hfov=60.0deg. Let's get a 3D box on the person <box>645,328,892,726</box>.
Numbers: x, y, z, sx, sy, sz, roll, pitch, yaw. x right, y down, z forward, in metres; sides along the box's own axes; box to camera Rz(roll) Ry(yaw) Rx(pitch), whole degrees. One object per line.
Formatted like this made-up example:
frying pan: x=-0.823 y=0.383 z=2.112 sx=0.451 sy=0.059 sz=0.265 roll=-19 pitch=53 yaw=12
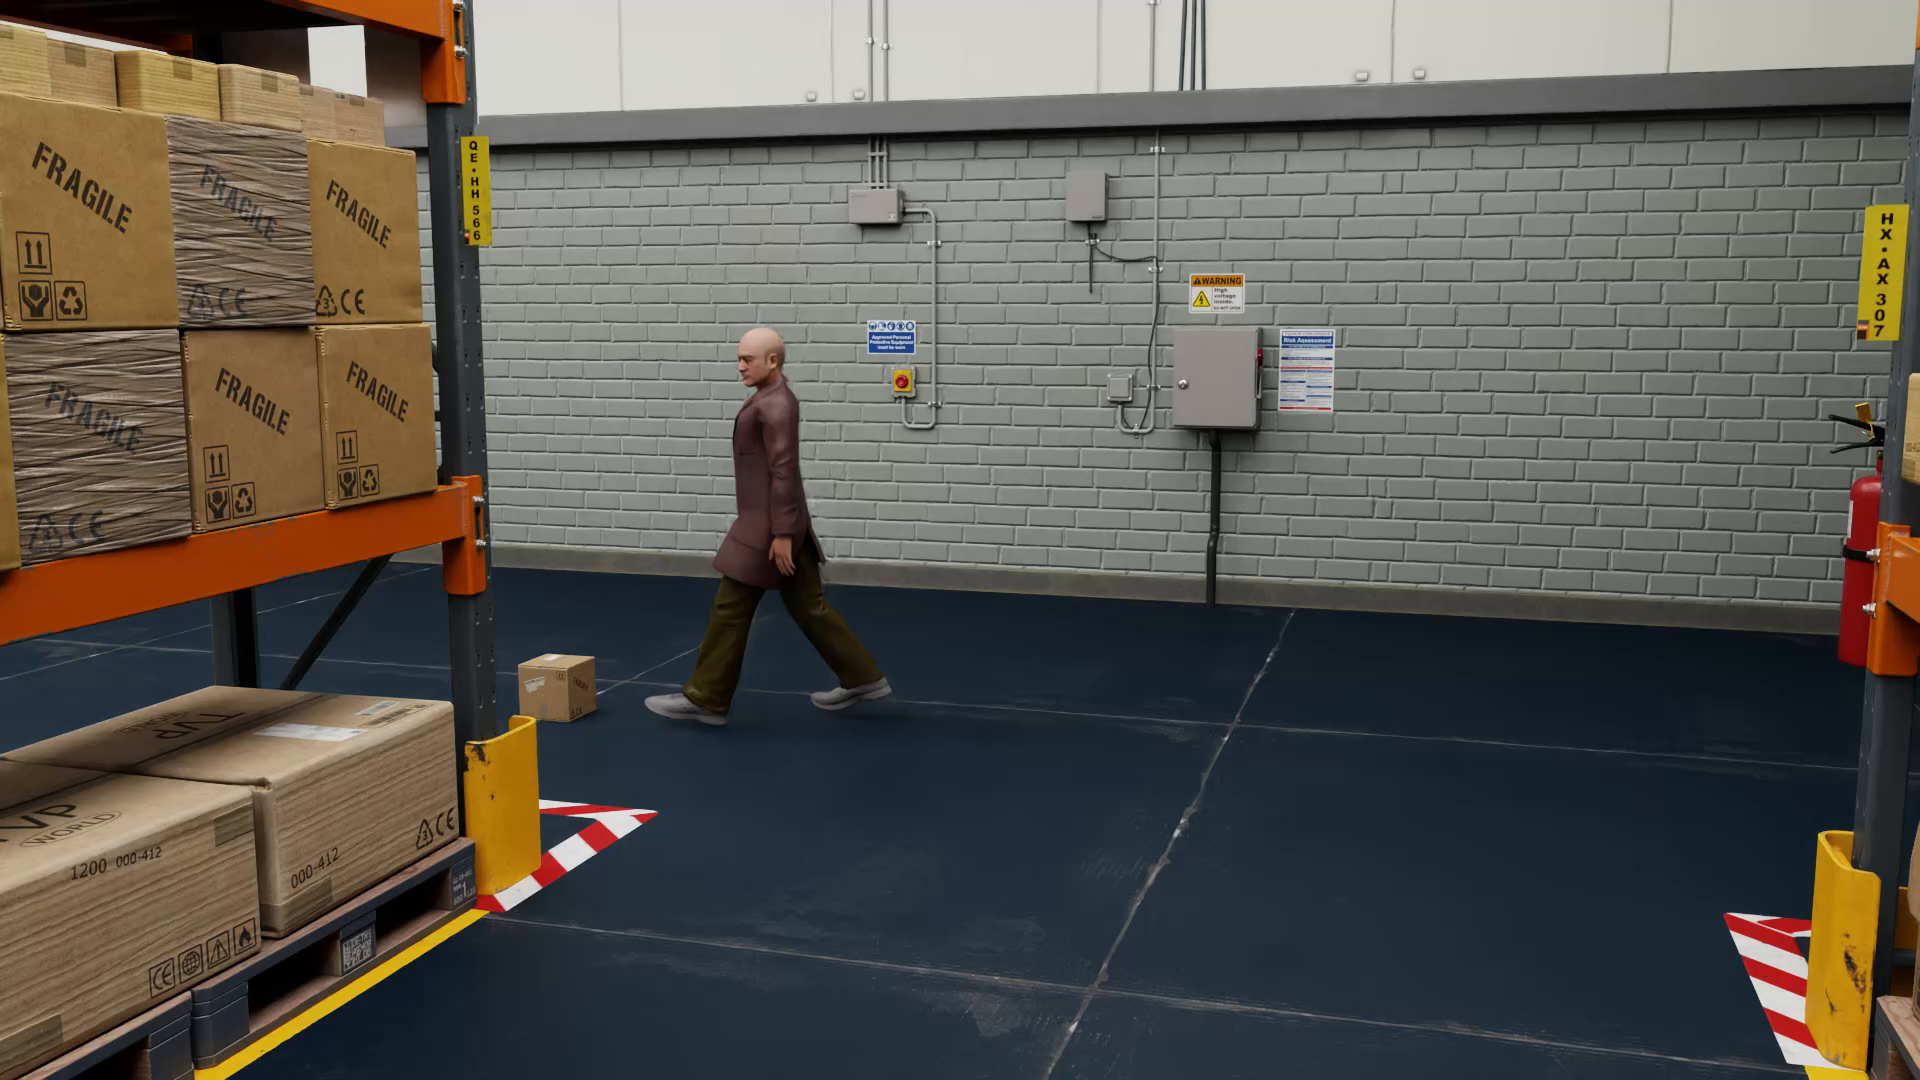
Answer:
person: x=-0.846 y=-0.058 z=7.324 sx=1.081 sy=1.742 sz=0.601 roll=0 pitch=8 yaw=1
